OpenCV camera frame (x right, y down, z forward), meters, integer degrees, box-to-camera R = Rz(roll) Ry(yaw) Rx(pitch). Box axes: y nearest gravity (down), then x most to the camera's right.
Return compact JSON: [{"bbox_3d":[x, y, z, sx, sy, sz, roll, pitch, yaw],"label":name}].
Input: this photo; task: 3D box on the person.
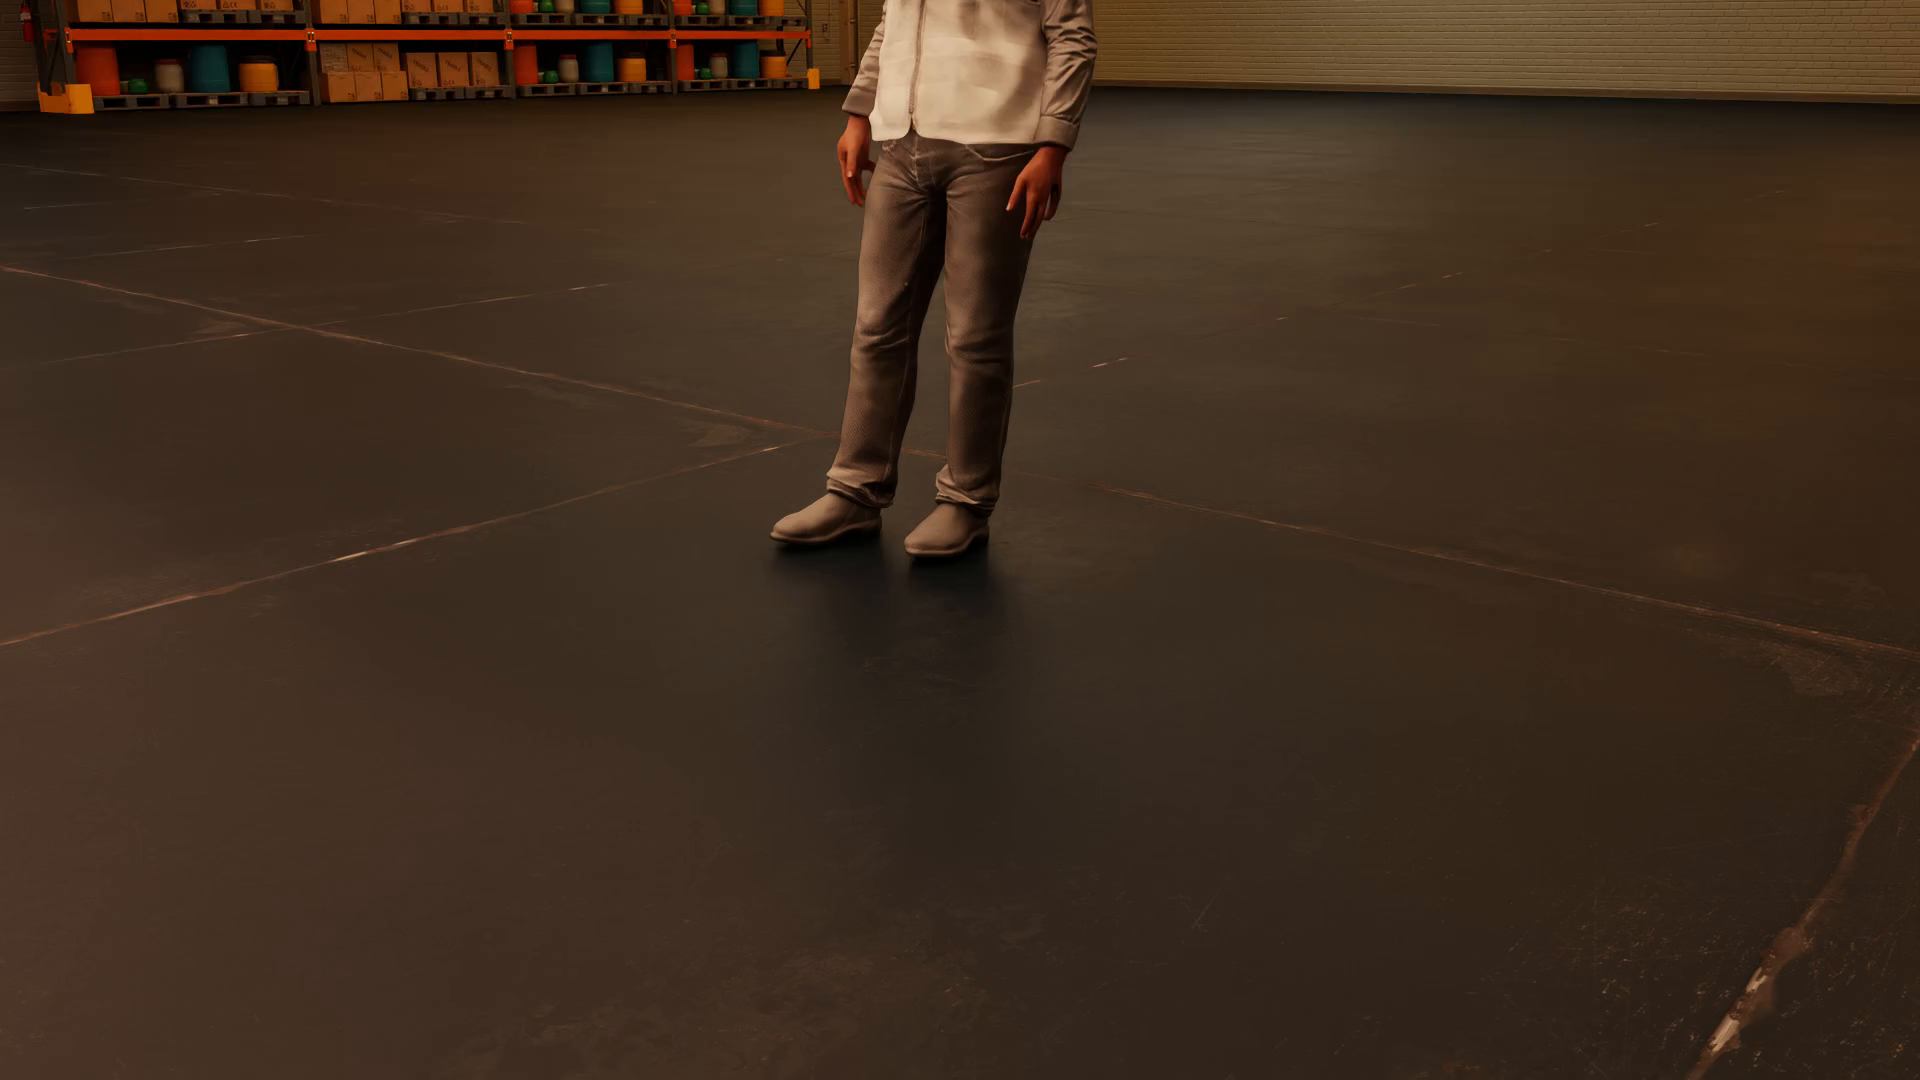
[{"bbox_3d":[-0.046,-0.843,3.640,0.634,1.775,0.566,13,21,37],"label":"person"}]
